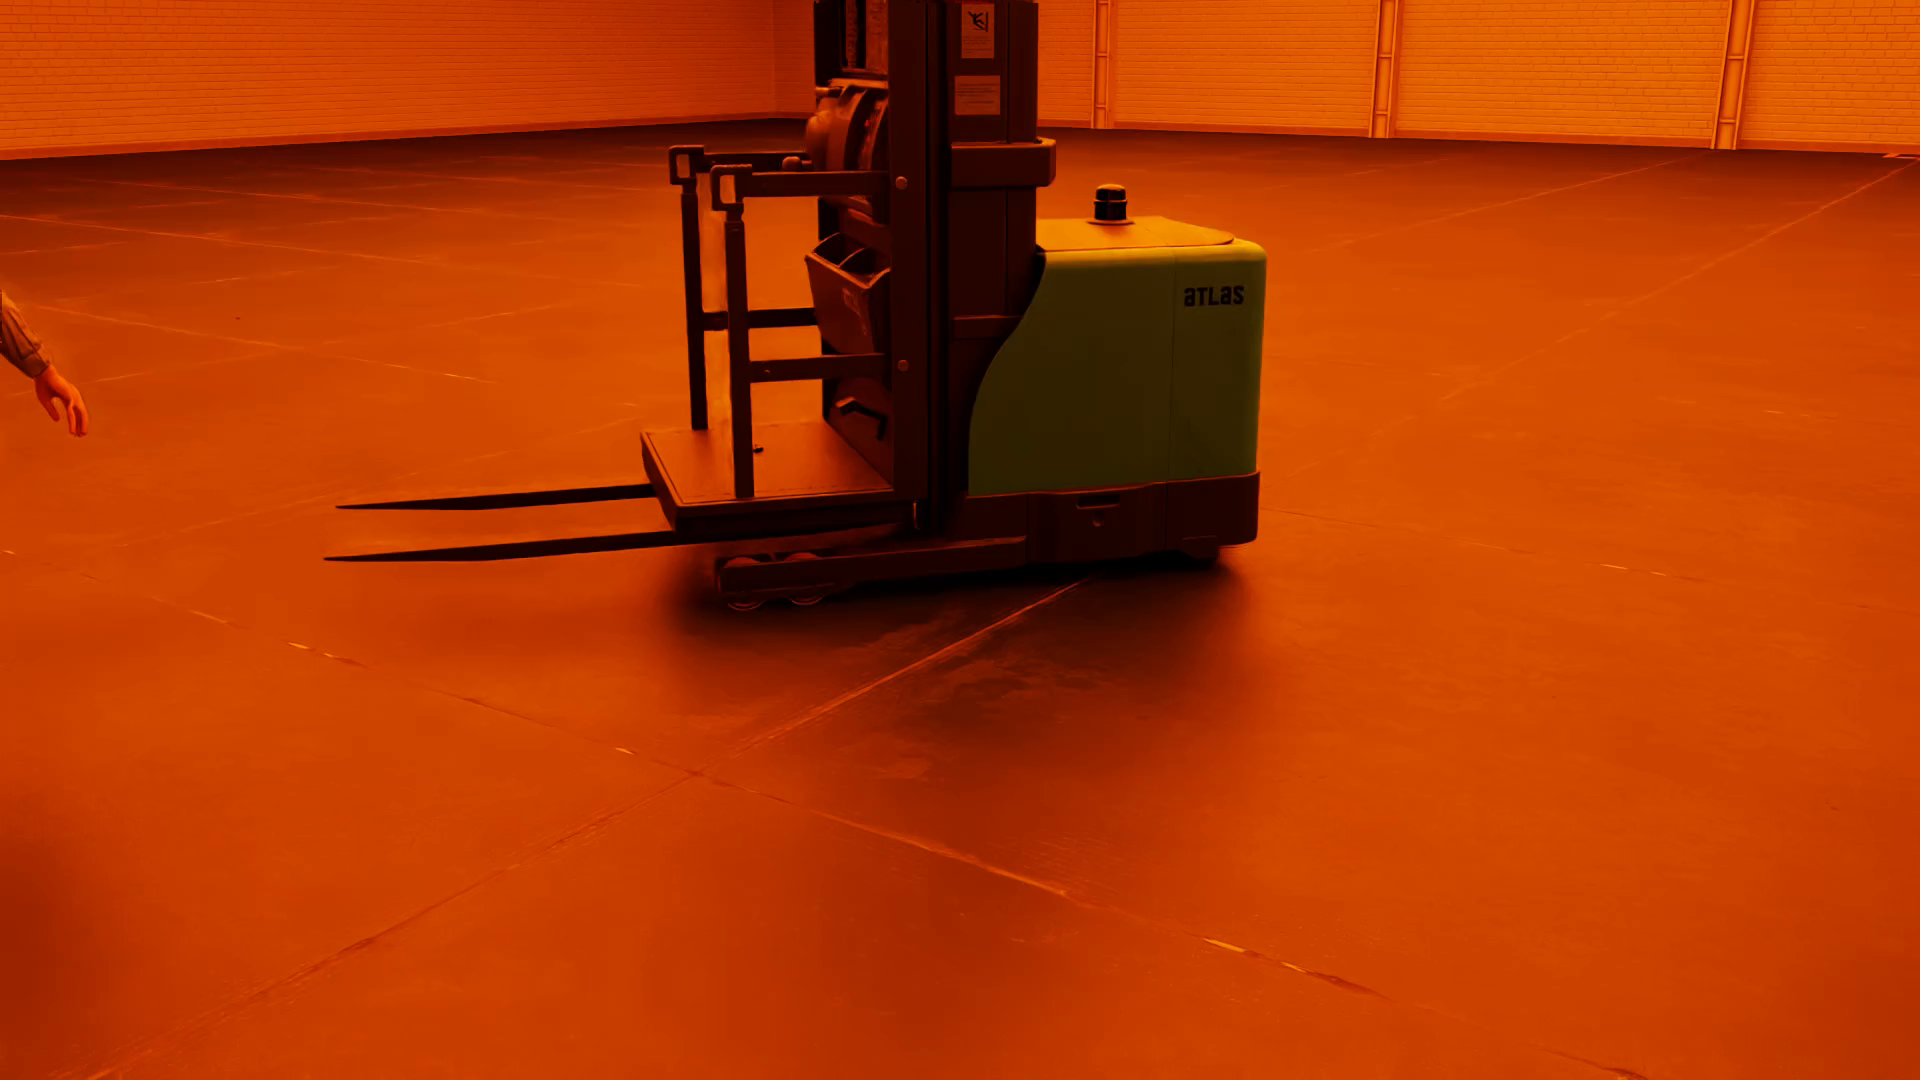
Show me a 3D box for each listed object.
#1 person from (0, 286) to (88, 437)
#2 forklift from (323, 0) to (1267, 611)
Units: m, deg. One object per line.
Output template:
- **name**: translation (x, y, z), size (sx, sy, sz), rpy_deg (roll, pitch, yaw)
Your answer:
- **person**: translation (-2.650, -0.270, 4.121), size (0.771, 1.590, 0.786), rpy_deg (-14, 21, -38)
- **forklift**: translation (-0.553, -1.350, 5.346), size (3.031, 2.935, 1.130), rpy_deg (-5, 17, -16)
